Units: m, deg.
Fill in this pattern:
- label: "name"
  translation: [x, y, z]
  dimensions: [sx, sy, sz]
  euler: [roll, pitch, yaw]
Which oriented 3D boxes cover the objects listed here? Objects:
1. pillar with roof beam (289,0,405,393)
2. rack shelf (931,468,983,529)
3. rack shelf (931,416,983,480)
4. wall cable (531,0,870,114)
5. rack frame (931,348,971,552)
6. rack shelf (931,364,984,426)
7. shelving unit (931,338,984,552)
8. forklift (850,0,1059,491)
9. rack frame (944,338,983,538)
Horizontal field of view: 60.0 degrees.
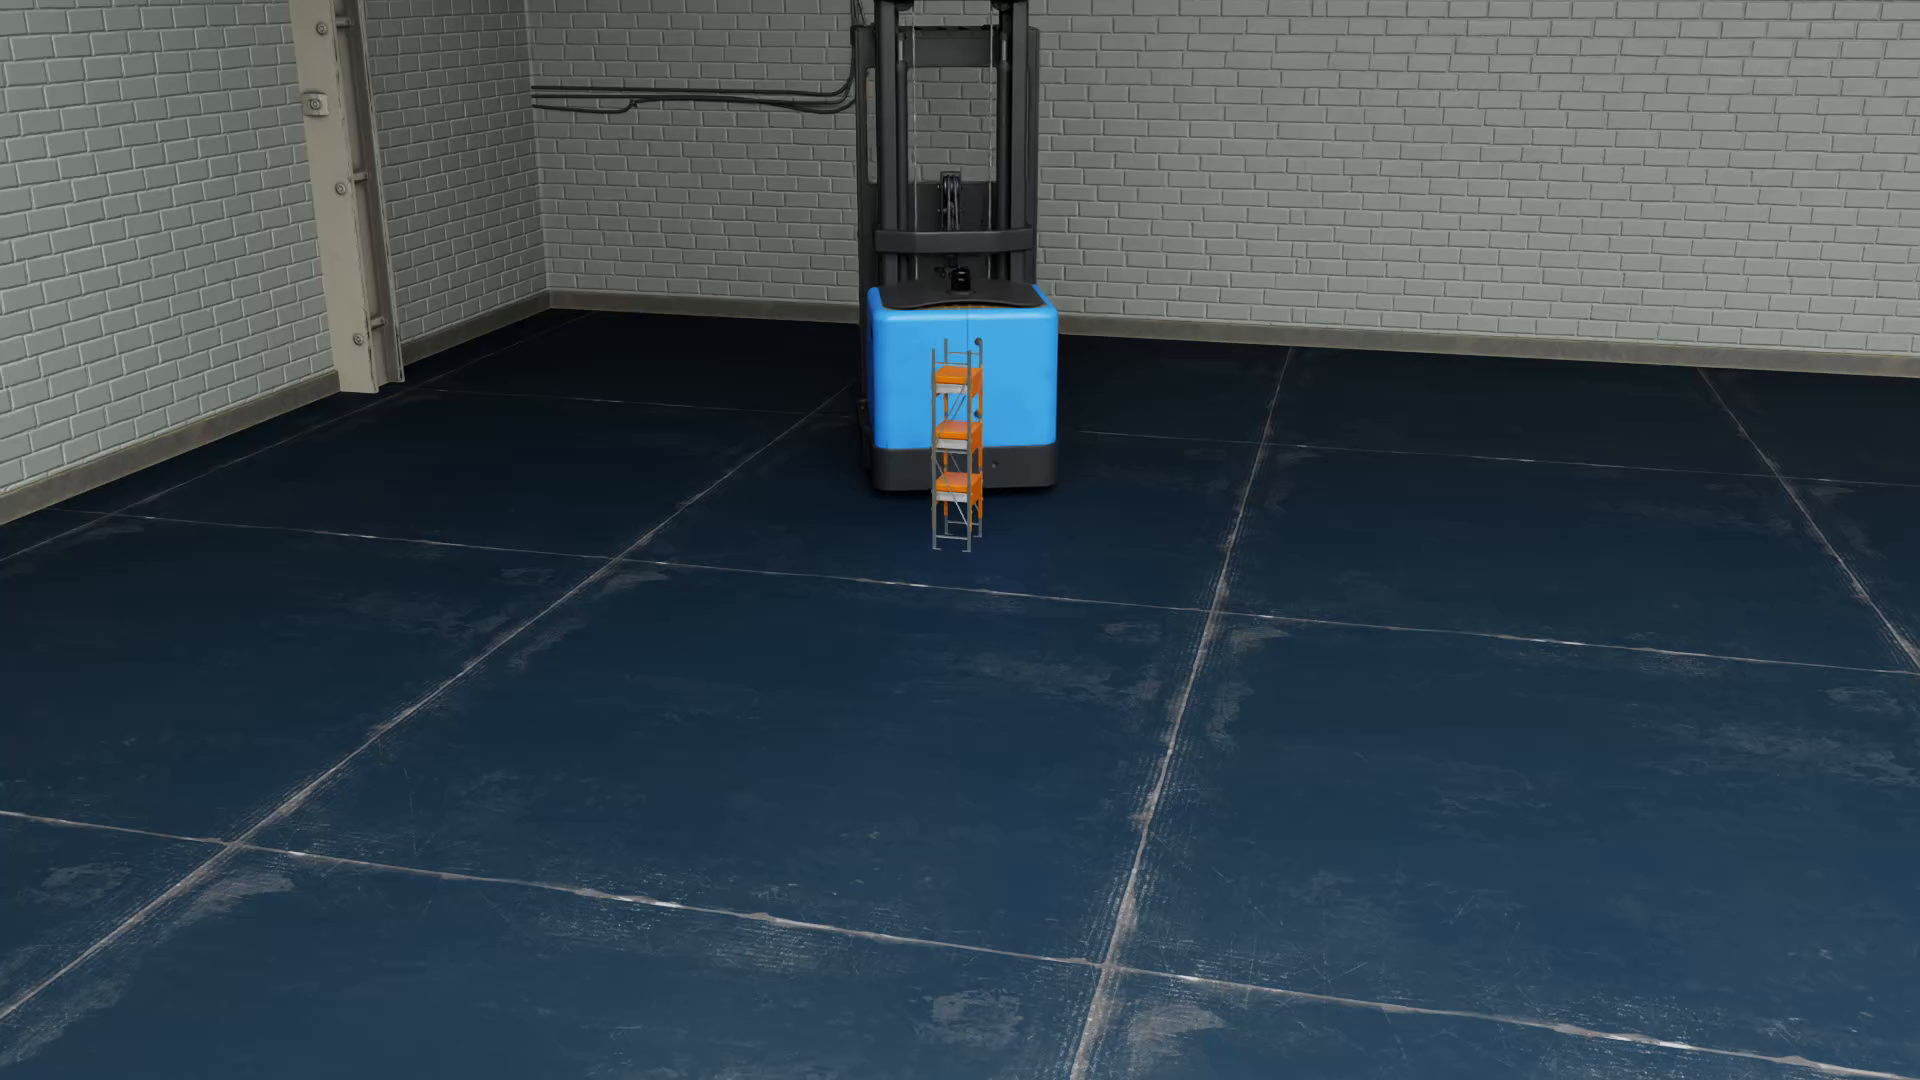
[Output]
- label: "pillar with roof beam"
  translation: [-0.048, -5.025, 9.478]
  dimensions: [9.100, 9.000, 0.400]
  euler: [5, 19, 13]
- label: "rack shelf"
  translation: [-0.013, -0.207, 8.562]
  dimensions: [0.215, 0.259, 0.240]
  euler: [5, 19, 13]
- label: "rack shelf"
  translation: [-0.013, -0.470, 8.472]
  dimensions: [0.215, 0.259, 0.240]
  euler: [5, 19, 13]
- label: "wall cable"
  translation: [-2.221, -4.715, 13.373]
  dimensions: [3.097, 2.526, 0.112]
  euler: [5, 19, 13]
- label: "rack frame"
  translation: [-0.043, -0.442, 8.357]
  dimensions: [0.200, 1.050, 0.008]
  euler: [5, 19, 13]
- label: "rack shelf"
  translation: [-0.013, -0.739, 8.380]
  dimensions: [0.215, 0.259, 0.240]
  euler: [5, 19, 13]
- label: "shelving unit"
  translation: [-0.013, -0.480, 8.469]
  dimensions: [0.215, 1.050, 0.252]
  euler: [5, 19, 13]
- label: "forklift"
  translation: [-0.100, -2.091, 10.276]
  dimensions: [1.130, 2.935, 3.031]
  euler: [-2, 19, -5]
- label: "rack frame"
  translation: [0.017, -0.518, 8.581]
  dimensions: [0.200, 1.050, 0.008]
  euler: [5, 19, 13]
